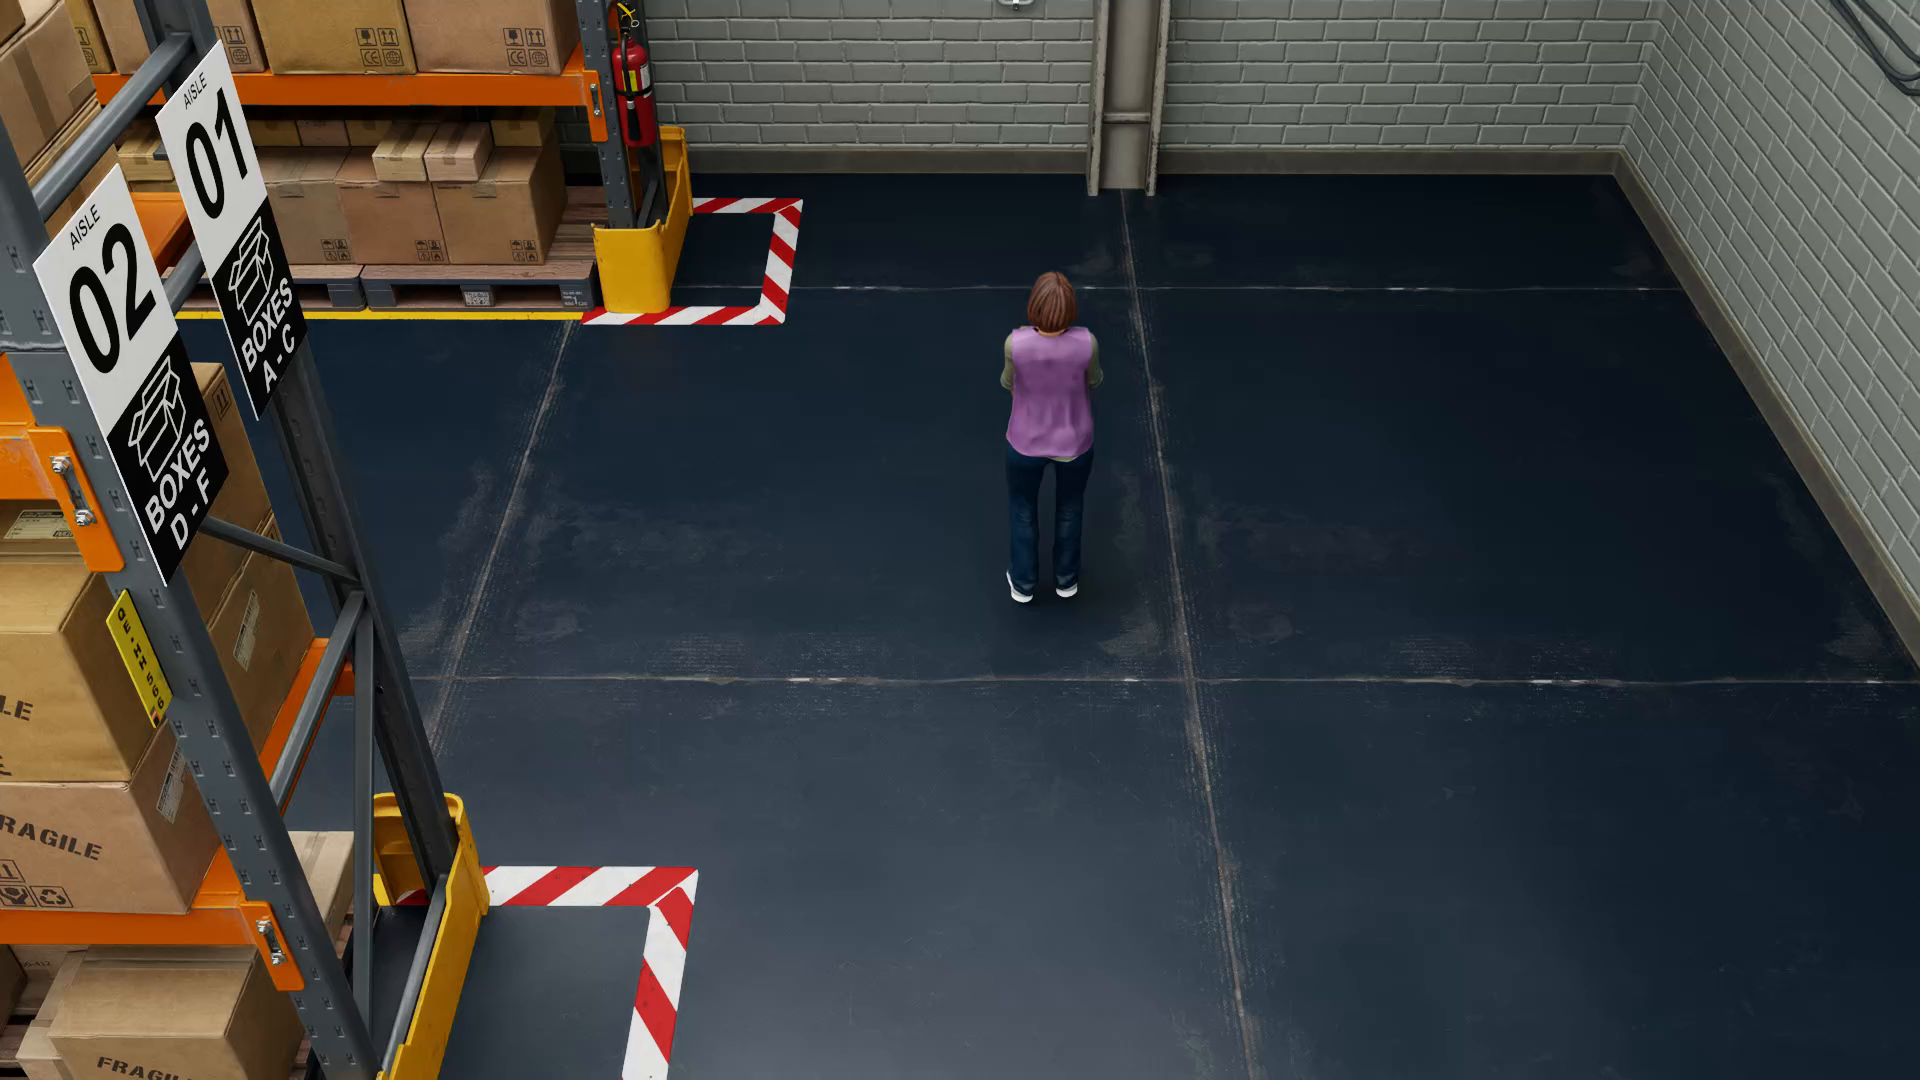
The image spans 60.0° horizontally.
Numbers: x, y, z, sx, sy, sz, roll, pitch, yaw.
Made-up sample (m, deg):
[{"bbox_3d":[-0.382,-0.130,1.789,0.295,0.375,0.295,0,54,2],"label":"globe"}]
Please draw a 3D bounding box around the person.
[{"bbox_3d":[0.347,-0.396,6.635,0.477,1.591,0.345,-2,40,-3],"label":"person"}]
